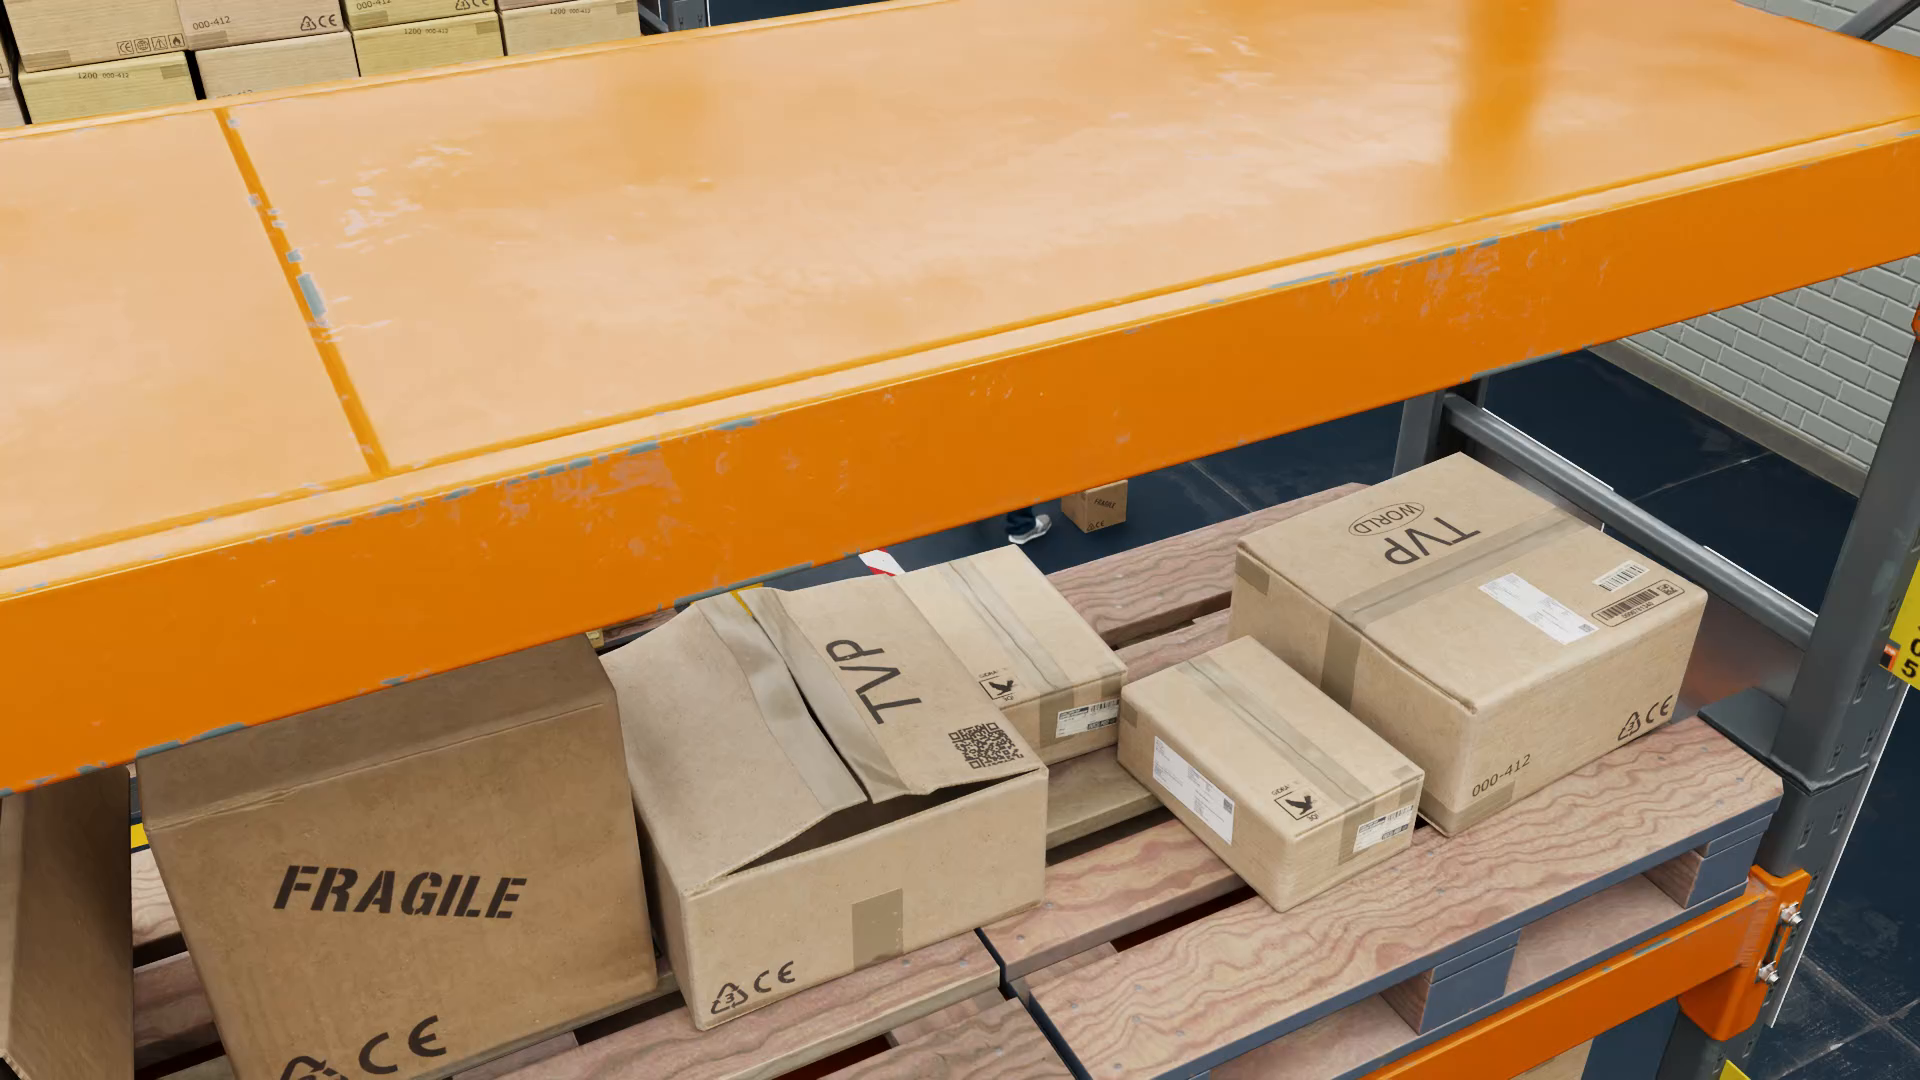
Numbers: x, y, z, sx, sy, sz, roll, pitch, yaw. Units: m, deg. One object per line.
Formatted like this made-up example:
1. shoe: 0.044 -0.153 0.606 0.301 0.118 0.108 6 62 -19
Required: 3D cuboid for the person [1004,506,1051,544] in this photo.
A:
1. person: 0.295 -0.716 8.212 0.422 1.571 0.723 -20 38 -27
